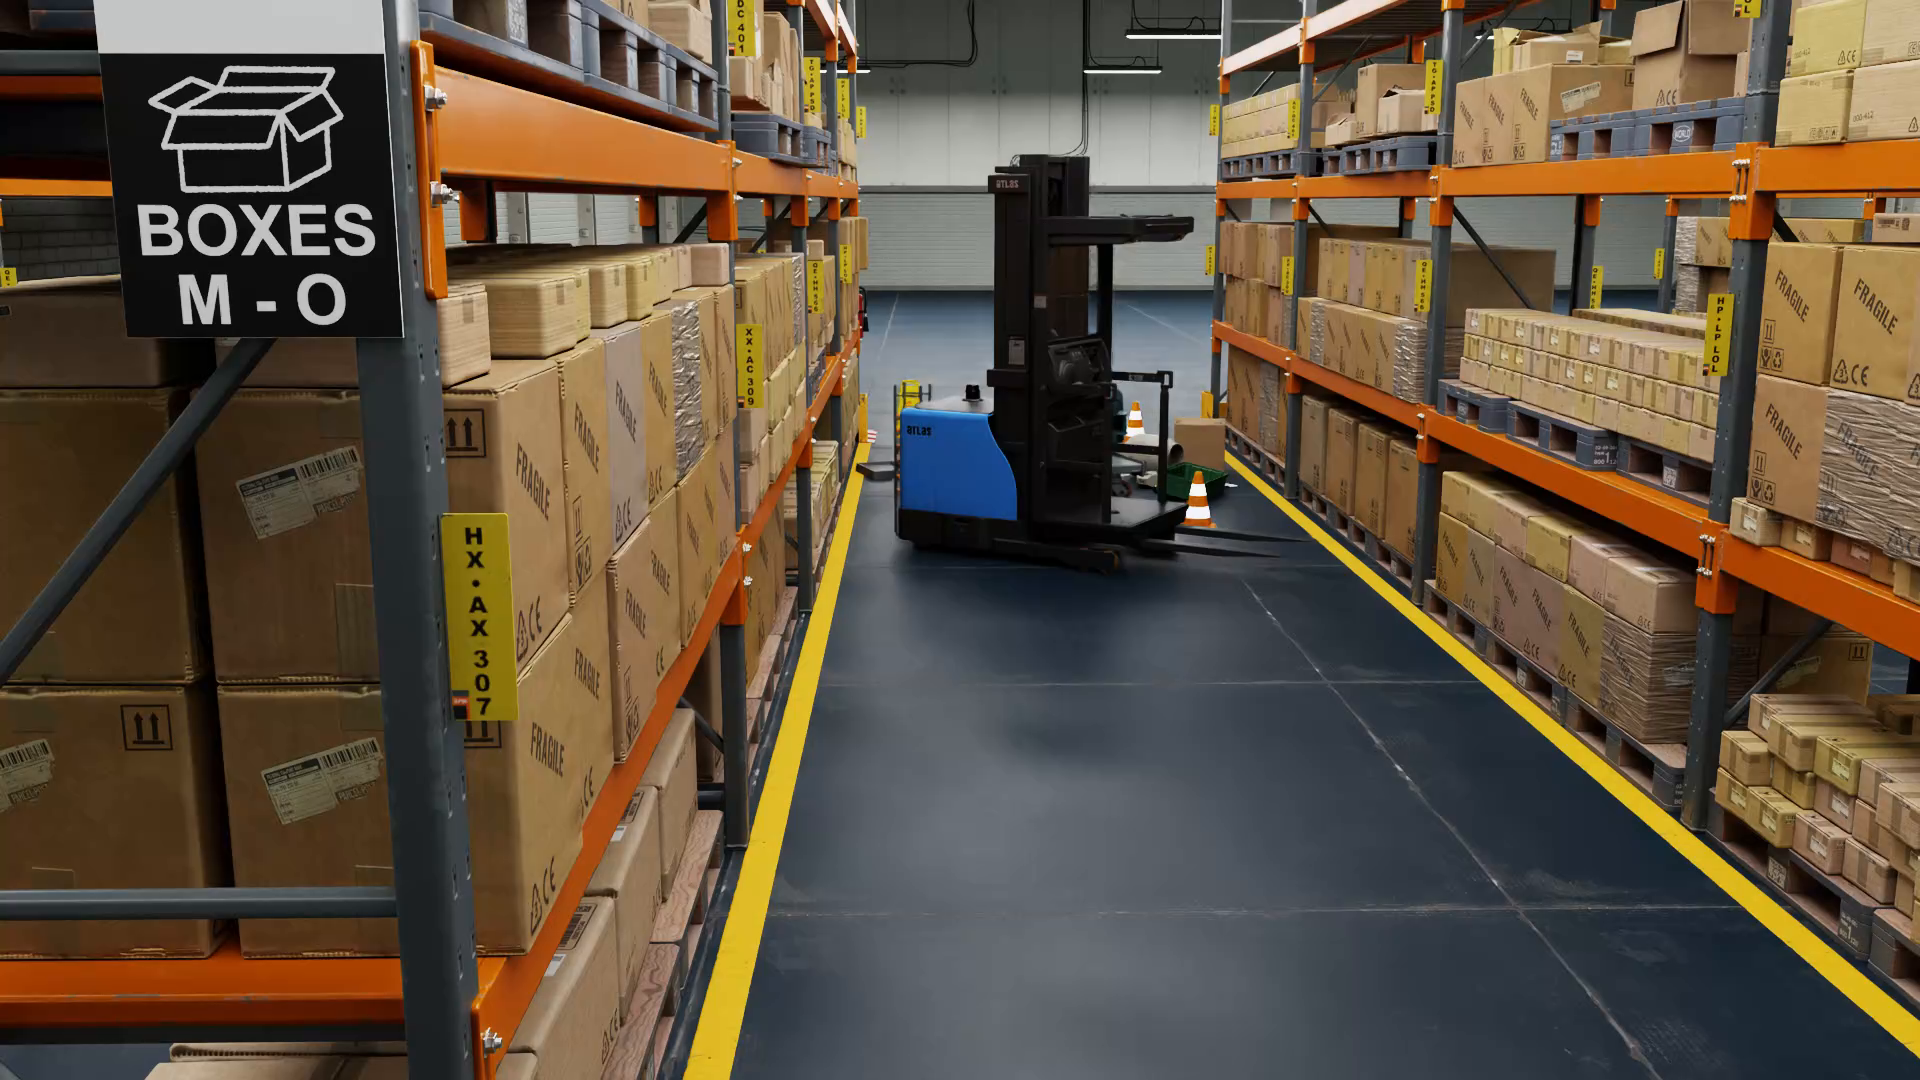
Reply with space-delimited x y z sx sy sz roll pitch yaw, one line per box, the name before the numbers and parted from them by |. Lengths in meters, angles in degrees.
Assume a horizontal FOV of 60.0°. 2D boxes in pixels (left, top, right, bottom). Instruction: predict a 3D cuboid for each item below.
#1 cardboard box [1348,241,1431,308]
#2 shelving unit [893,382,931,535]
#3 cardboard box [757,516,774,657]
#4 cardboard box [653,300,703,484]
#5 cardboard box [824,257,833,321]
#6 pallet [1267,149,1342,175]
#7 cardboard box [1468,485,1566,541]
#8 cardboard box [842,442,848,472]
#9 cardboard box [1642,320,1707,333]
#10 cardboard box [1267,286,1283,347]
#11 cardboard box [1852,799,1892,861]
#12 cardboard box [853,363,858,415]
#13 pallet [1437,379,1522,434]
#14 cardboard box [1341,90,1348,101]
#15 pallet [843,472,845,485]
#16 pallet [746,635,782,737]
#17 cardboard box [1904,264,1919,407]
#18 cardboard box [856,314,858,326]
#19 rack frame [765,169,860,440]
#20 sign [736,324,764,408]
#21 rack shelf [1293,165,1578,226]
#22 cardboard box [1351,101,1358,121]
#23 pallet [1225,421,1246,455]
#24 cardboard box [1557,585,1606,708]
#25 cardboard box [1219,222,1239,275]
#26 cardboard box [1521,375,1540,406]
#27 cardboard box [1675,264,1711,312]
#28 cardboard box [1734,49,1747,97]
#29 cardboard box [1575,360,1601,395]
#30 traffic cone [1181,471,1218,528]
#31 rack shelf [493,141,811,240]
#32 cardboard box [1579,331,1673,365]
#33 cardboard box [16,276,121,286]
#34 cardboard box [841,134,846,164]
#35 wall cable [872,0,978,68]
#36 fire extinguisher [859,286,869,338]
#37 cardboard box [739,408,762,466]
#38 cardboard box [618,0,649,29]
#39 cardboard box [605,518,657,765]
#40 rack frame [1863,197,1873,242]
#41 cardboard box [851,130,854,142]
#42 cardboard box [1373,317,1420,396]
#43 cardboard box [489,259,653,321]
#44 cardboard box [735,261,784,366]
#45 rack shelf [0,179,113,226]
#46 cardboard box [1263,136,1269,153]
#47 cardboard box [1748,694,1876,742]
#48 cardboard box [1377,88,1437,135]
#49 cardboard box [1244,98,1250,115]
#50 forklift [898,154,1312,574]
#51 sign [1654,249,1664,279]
cardboard box | 3.448 -2.079 12.998 0.700 0.500 0.500 0 11 -1
shelving unit | -0.373 -0.637 13.182 0.258 1.200 0.189 5 12 22
cardboard box | -1.510 0.144 9.092 0.875 0.875 0.875 0 11 0
cardboard box | -1.064 -0.455 4.993 0.500 0.500 0.500 0 11 0
cardboard box | -1.287 -2.012 13.379 0.500 0.500 0.500 0 11 -1
pallet | 3.403 -3.431 15.106 1.003 0.211 1.213 0 11 -1
cardboard box | 3.275 -0.156 9.629 0.500 0.250 0.500 0 11 -2
cardboard box | -1.280 -0.778 15.209 0.500 0.250 0.500 -1 11 -4
cardboard box | 3.977 -1.122 9.126 0.380 0.149 0.250 0 11 -1
cardboard box | 3.356 -2.098 15.478 0.875 0.550 0.550 0 11 -1
cardboard box | 3.401 1.019 5.856 0.380 0.149 0.250 -1 11 -4
cardboard box | -1.329 -1.560 17.179 0.500 0.500 0.500 0 11 1
pallet | 3.613 -0.811 9.997 1.213 0.211 1.003 0 11 -1
cardboard box | 3.725 -4.060 15.299 0.380 0.149 0.250 0 11 -2
pallet | -1.587 -0.568 15.328 1.003 0.211 1.213 0 11 -1
pallet | -1.492 0.759 8.785 1.003 0.211 1.213 0 11 -1
cardboard box | 3.346 -0.642 5.167 0.500 0.500 0.500 0 11 0
cardboard box | -1.283 -2.350 17.730 0.380 0.149 0.250 0 11 -2
rack frame | -1.620 -2.596 18.313 1.000 3.000 0.127 0 11 -1
sign | -0.818 -0.677 6.474 0.100 0.325 0.005 0 11 -1
rack shelf | 3.451 -2.562 12.407 1.077 0.370 4.000 0 11 -1
cardboard box | 3.679 -3.737 14.713 0.500 0.250 0.500 0 11 -1
pallet | 3.421 -1.112 18.008 1.003 0.211 1.213 0 11 -1
cardboard box | 3.297 0.520 8.184 0.500 0.500 0.500 -1 11 -2
cardboard box | 3.295 -3.166 18.026 0.875 0.550 0.550 0 11 -1
cardboard box | 3.326 -0.826 9.162 0.380 0.149 0.250 0 11 1
cardboard box | 8.271 -2.723 17.935 0.875 0.500 0.500 0 11 -1
cardboard box | 3.766 -2.059 7.290 0.500 0.311 0.500 0 11 -2
cardboard box | 3.338 -0.820 8.386 0.380 0.149 0.250 0 11 -1
traffic cone | 1.927 -0.326 13.501 0.336 0.463 0.334 0 11 -1
rack shelf | -1.414 -1.726 8.288 1.077 0.370 4.000 0 11 -1
cardboard box | 3.345 -0.964 8.345 0.380 0.149 0.250 -1 11 -4
cardboard box | -1.616 -0.445 3.309 0.380 0.149 0.250 0 11 -2
cardboard box | -1.293 -3.535 15.023 0.500 0.250 0.500 0 11 -2
wall cable | -1.030 -15.134 48.692 3.097 2.526 0.112 0 11 -1
fire extinguisher | -1.162 -2.583 18.442 0.296 0.674 0.183 0 11 -1
cardboard box | -1.100 -0.471 6.957 0.500 0.250 0.500 -1 11 -3
cardboard box | -1.312 -1.719 4.874 0.797 0.503 0.637 1 11 3
cardboard box | -1.043 0.237 4.096 0.500 0.500 0.500 0 11 -1
rack frame | 8.370 -1.842 14.595 1.000 3.000 0.127 0 11 -1
cardboard box | -1.318 -4.268 17.635 0.380 0.149 0.250 0 11 -1
cardboard box | 3.205 -1.283 11.588 0.500 0.500 0.500 0 11 -1
cardboard box | -1.010 -0.653 4.336 0.380 0.149 0.250 -1 11 -3
cardboard box | -1.157 -1.142 8.379 0.500 0.500 0.500 0 11 -2
rack shelf | -6.459 -2.500 12.103 1.077 0.370 4.000 0 11 -1
cardboard box | 3.061 -3.716 15.614 0.380 0.149 0.250 0 11 0
cardboard box | 3.375 0.718 6.595 0.380 0.149 0.250 0 11 1
cardboard box | 3.170 -2.934 11.351 0.500 0.311 0.500 0 11 -1
cardboard box | 3.040 -4.309 16.529 0.380 0.149 0.250 0 11 -2
forklift | 1.061 -1.316 12.173 3.031 2.935 1.130 7 13 30
sign | 7.745 -3.059 18.417 0.100 0.325 0.005 0 11 -1
